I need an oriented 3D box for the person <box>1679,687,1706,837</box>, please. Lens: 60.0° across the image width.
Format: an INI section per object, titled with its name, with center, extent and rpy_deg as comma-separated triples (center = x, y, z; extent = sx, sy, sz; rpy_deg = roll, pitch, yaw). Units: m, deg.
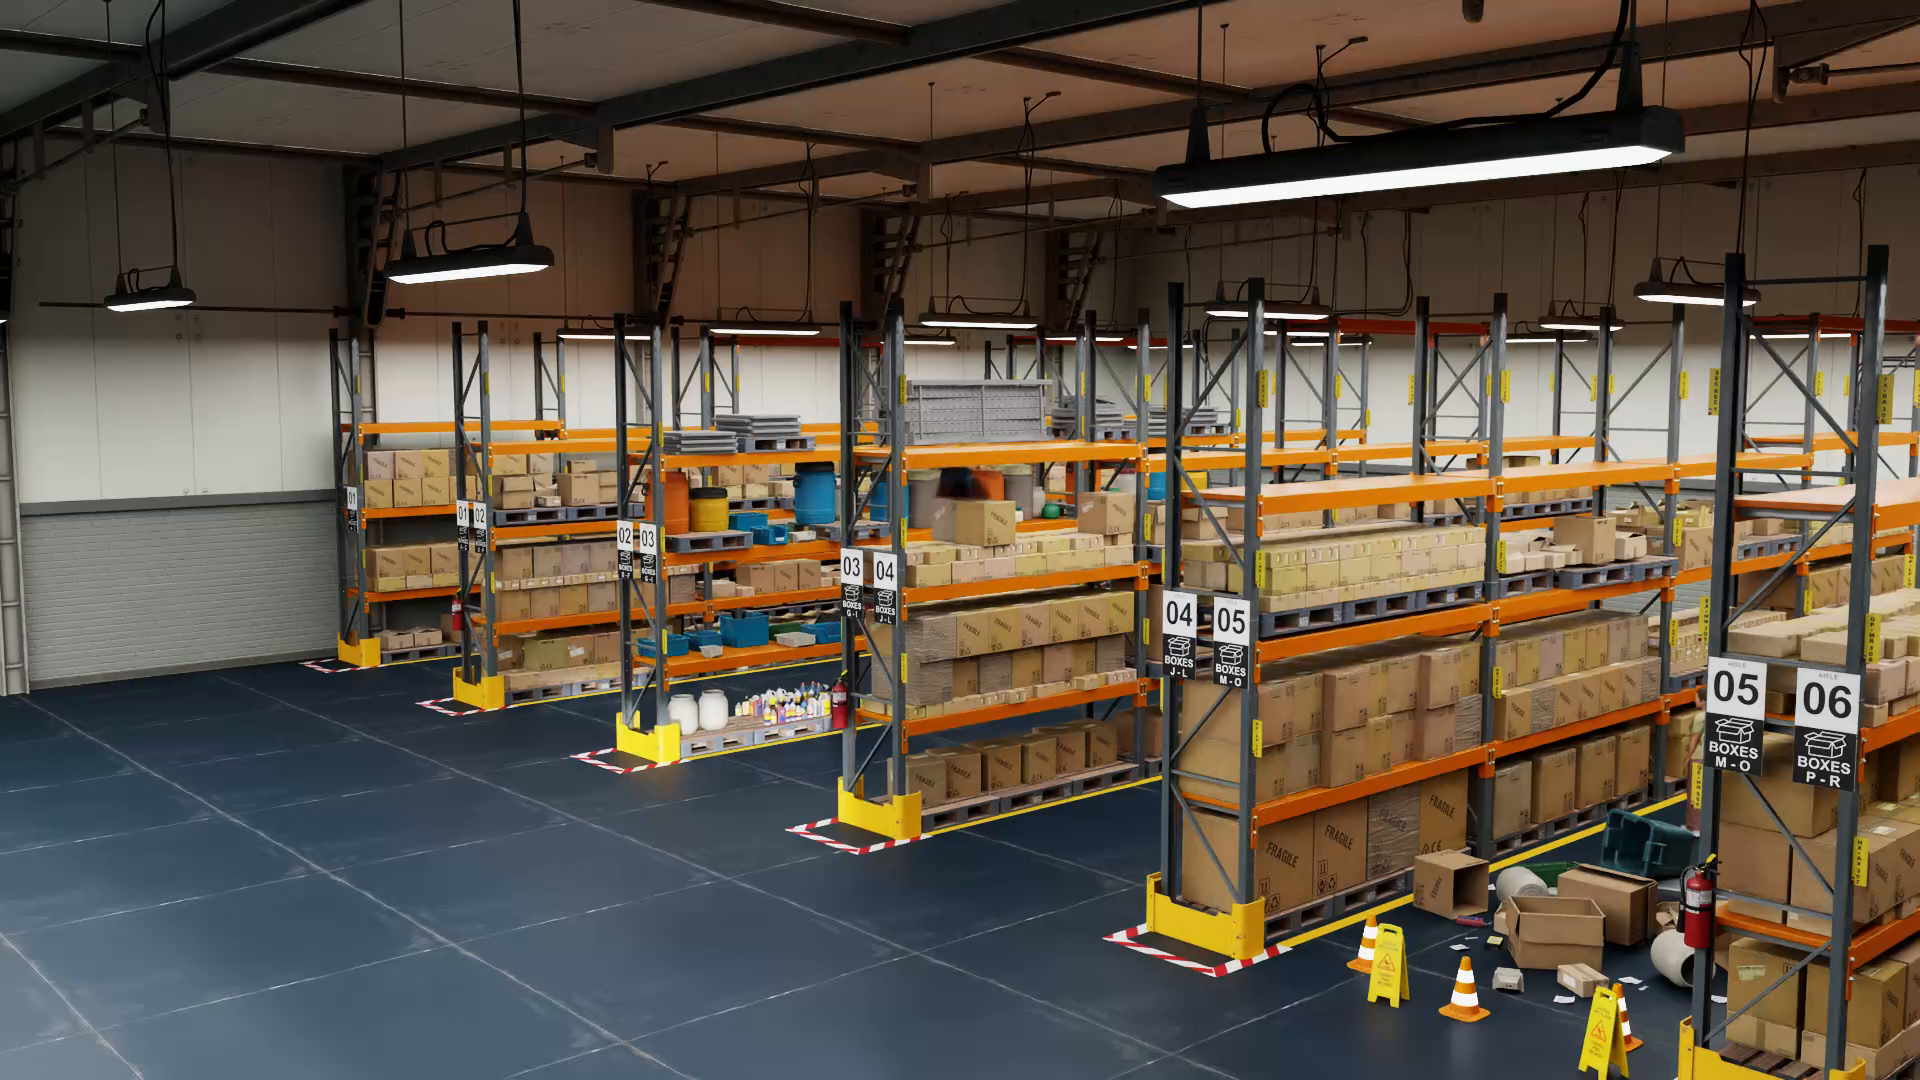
[person]
center = 8.332, 2.484, 18.668
extent = 0.459, 1.683, 0.364
rpy_deg = -3, 6, -24
